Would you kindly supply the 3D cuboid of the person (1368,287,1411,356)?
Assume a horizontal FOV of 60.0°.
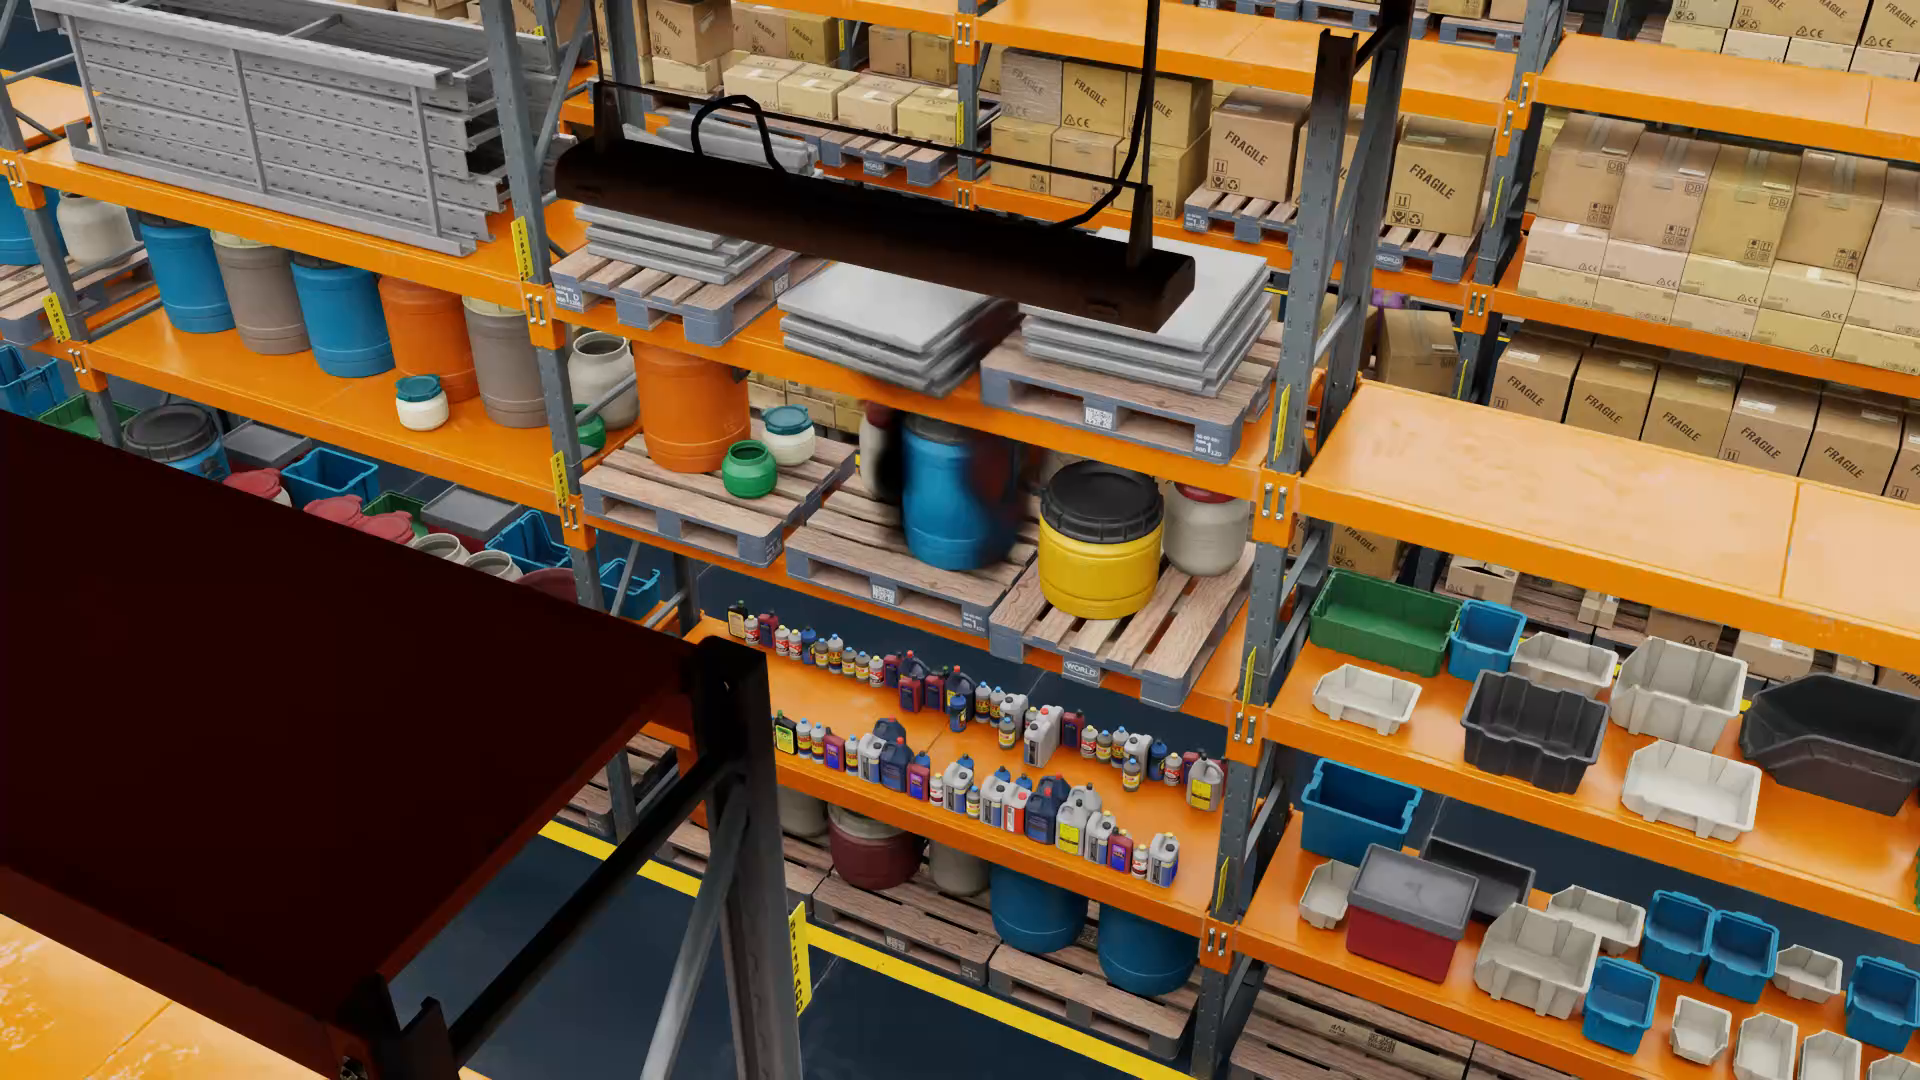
[{"bbox_3d":[3.818,-1.797,15.054,0.456,1.621,0.313,8,36,12],"label":"person"}]
